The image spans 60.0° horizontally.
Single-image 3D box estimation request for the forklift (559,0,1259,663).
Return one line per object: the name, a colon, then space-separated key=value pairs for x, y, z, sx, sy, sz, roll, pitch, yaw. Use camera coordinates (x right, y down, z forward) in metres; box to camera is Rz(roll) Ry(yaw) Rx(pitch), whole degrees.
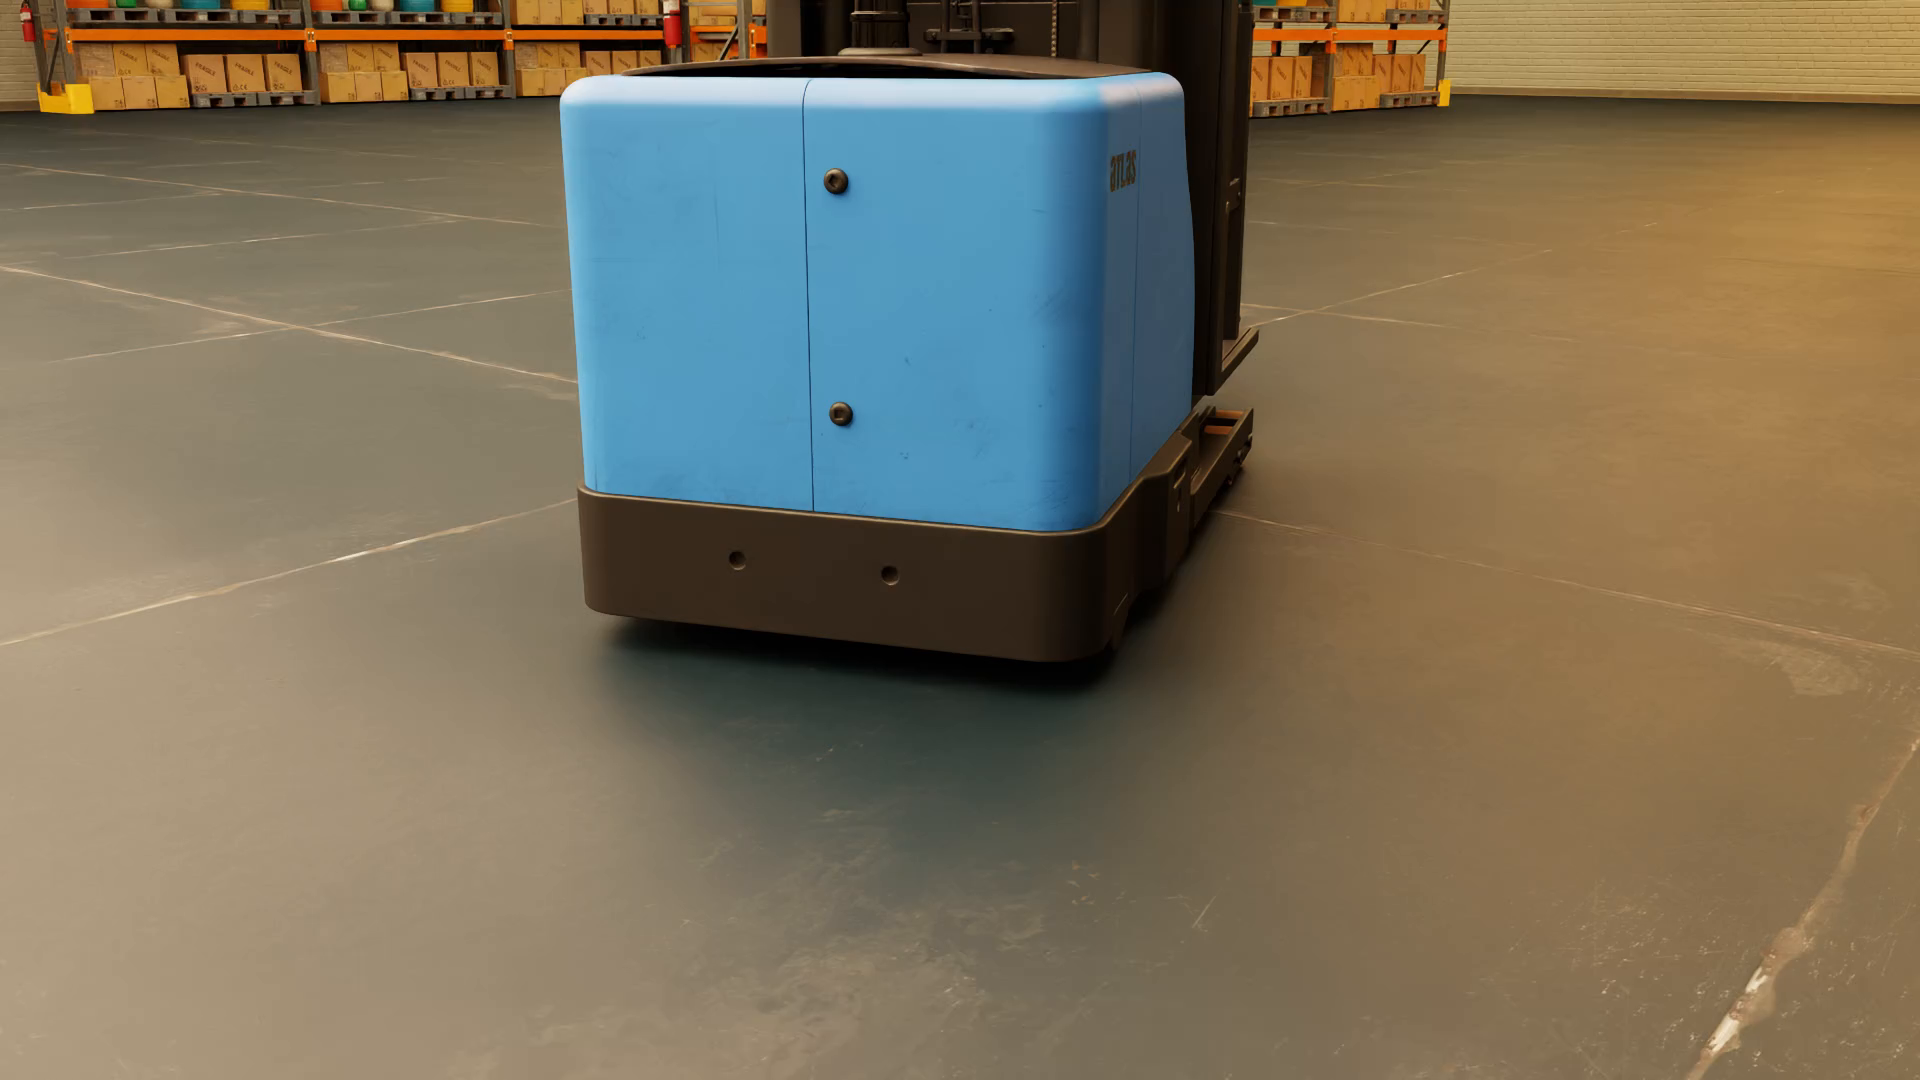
forklift: x=0.182 y=-1.571 z=4.072 sx=1.130 sy=2.935 sz=3.031 roll=5 pitch=18 yaw=17
